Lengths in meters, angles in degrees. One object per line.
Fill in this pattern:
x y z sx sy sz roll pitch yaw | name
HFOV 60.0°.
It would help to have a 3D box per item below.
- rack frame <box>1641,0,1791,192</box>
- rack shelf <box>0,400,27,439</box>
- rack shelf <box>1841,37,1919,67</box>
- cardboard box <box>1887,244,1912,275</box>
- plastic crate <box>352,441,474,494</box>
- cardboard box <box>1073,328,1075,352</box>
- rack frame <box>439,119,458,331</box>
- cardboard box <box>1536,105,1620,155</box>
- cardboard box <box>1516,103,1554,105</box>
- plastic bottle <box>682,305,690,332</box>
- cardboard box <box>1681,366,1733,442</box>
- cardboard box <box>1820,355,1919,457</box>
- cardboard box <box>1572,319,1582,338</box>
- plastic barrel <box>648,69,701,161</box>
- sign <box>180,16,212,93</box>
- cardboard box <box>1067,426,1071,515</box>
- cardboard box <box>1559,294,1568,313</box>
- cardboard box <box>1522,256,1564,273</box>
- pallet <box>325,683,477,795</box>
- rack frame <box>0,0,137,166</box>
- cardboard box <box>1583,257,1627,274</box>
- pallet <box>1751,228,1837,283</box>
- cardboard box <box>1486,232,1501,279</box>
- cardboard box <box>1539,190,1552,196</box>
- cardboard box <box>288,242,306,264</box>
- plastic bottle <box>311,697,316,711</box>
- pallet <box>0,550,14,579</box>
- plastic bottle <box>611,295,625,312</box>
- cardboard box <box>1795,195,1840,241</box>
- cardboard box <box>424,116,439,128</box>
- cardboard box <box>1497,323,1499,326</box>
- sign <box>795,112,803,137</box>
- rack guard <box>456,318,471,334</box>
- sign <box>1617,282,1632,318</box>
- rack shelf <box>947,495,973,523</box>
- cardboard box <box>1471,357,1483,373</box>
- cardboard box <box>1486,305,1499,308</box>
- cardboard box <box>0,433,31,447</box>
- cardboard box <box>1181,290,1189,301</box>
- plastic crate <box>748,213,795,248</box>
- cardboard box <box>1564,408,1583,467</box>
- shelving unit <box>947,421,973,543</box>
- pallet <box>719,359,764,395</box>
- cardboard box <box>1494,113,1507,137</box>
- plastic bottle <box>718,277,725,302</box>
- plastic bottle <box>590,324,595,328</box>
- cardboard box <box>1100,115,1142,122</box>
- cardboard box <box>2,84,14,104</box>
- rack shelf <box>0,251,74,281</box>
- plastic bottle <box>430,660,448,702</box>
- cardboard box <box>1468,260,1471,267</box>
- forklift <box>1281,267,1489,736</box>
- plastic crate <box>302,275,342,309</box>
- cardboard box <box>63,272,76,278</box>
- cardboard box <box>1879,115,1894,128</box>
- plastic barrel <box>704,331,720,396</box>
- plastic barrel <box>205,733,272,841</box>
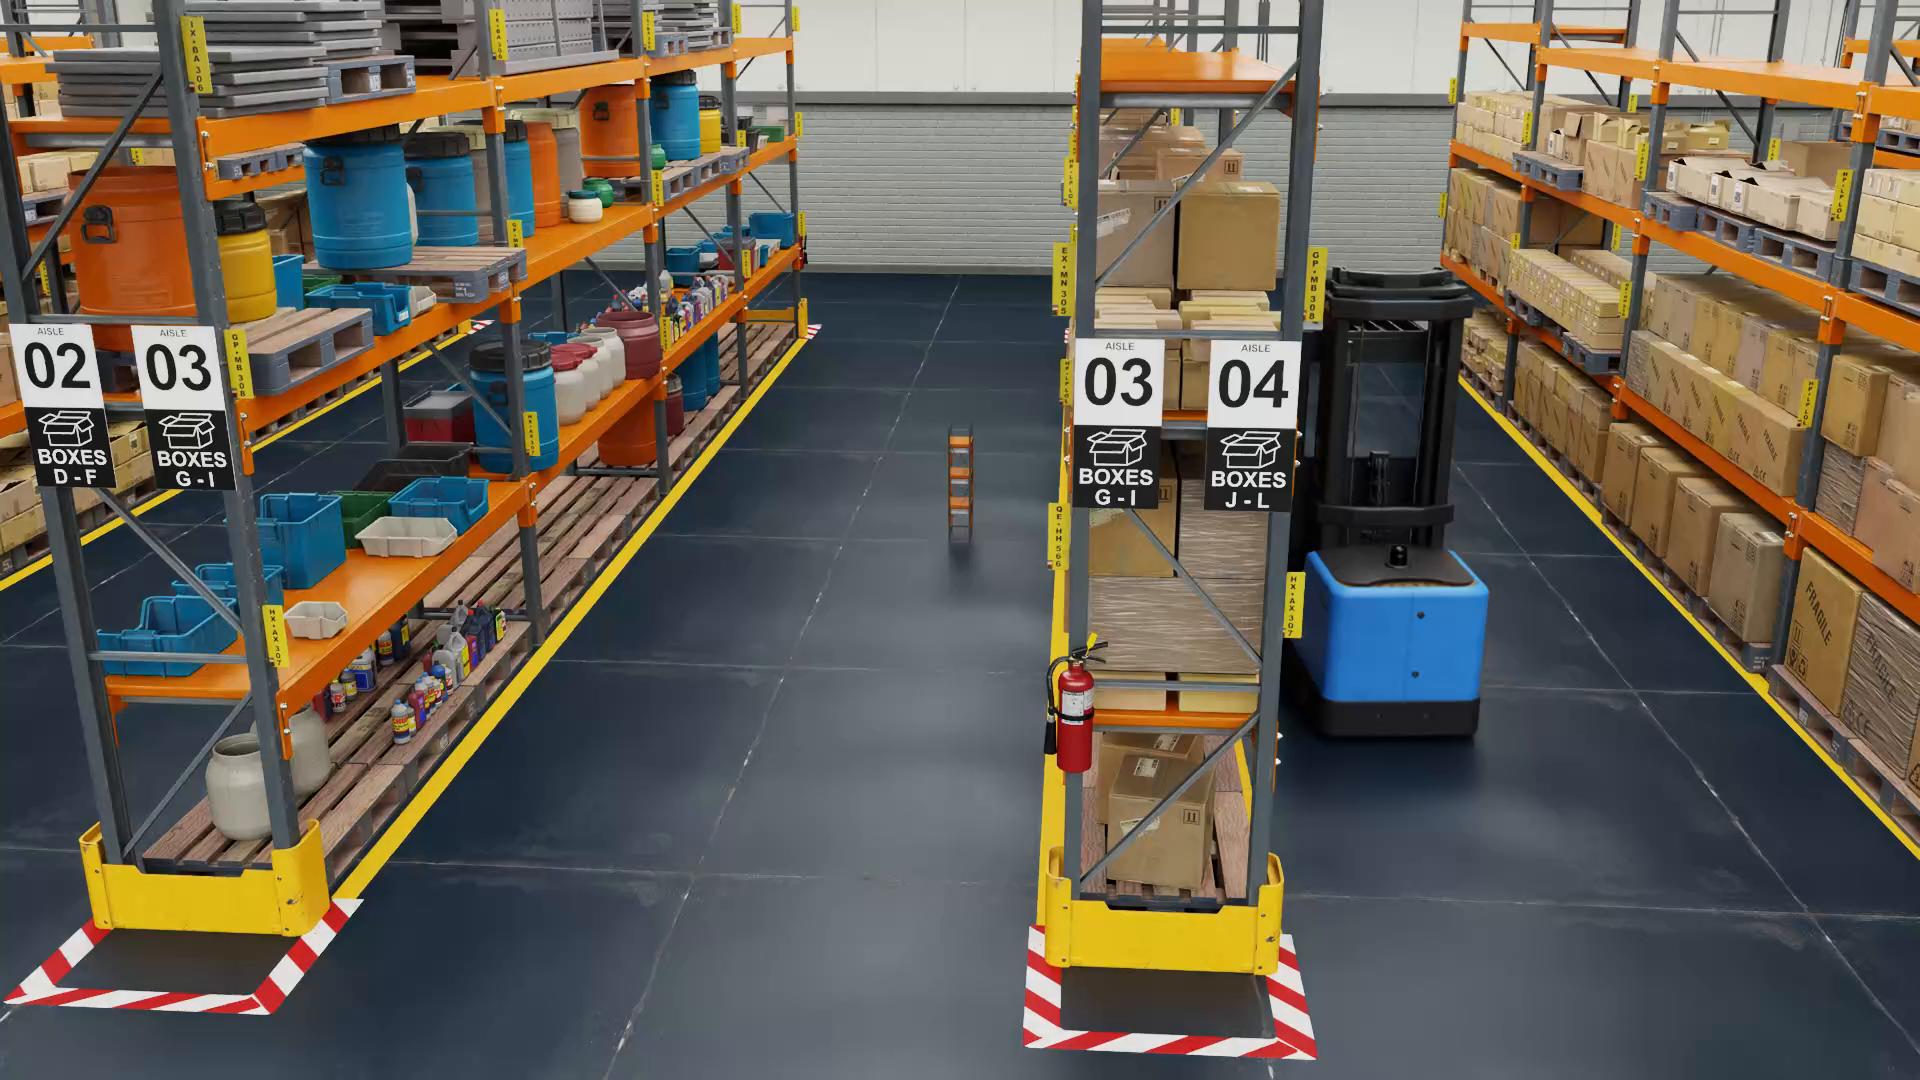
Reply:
6.529 -4.489 14.172 1.000 3.000 0.127 1 18 4 | rack frame
-8.435 -1.040 14.435 1.077 0.370 4.000 1 18 4 | rack shelf
11.903 -5.742 19.792 1.077 0.370 4.000 1 18 4 | rack shelf
5.841 -1.686 10.002 0.380 0.149 0.250 1 18 4 | cardboard box
-3.803 -0.460 11.608 0.767 0.338 0.504 1 18 4 | plastic crate
0.829 -0.961 8.461 0.500 0.250 0.500 1 18 4 | cardboard box
-7.718 -4.488 23.801 1.000 3.000 0.127 1 18 4 | rack frame
6.679 -4.438 17.998 0.700 0.500 0.500 1 18 4 | cardboard box
6.686 -5.003 19.356 0.380 0.149 0.250 2 18 6 | cardboard box
-2.870 -2.321 17.376 0.061 0.283 0.133 1 18 4 | plastic bottle
6.119 -1.083 13.252 0.500 0.500 0.500 1 18 3 | cardboard box
6.181 -0.867 10.776 0.875 0.550 0.550 1 18 4 | cardboard box
6.143 -2.039 16.058 0.380 0.149 0.250 2 18 5 | cardboard box
-3.034 -4.463 17.430 0.600 0.901 0.708 1 18 4 | plastic barrel
-3.377 -2.144 7.352 0.100 0.325 0.005 1 18 4 | sign
1.137 -0.434 10.793 0.875 0.500 0.500 1 18 4 | cardboard box
6.182 -2.343 16.509 0.380 0.149 0.250 1 18 4 | cardboard box
6.294 -2.965 17.929 0.380 0.149 0.250 1 18 4 | cardboard box
-3.813 1.264 10.727 1.003 0.211 1.213 1 18 4 | pallet
-8.292 -4.854 15.284 1.000 3.000 0.127 1 18 4 | rack frame
6.943 -2.951 17.886 0.380 0.149 0.250 1 18 2 | cardboard box
6.259 -2.017 11.750 0.805 0.209 1.217 1 18 2 | pallet
6.607 -3.388 19.806 0.500 0.500 0.500 1 18 2 | cardboard box
7.113 -3.841 19.584 0.500 0.500 0.500 1 18 2 | cardboard box
-8.225 -3.454 20.486 0.500 0.500 0.500 2 18 5 | cardboard box
-4.185 1.021 10.658 0.152 0.276 0.135 1 18 4 | plastic bottle
-8.565 0.335 13.562 1.003 0.211 1.213 1 18 4 | pallet
-3.613 -2.406 17.529 0.144 0.351 0.185 1 18 4 | plastic bottle
6.133 -2.220 11.471 0.500 0.250 0.500 1 18 5 | cardboard box
-7.492 -5.676 22.853 0.500 0.250 0.500 1 18 4 | cardboard box
7.314 -2.778 22.009 0.380 0.149 0.250 1 18 2 | cardboard box
-2.228 -5.744 22.987 0.100 0.325 0.005 1 18 4 | sign
-7.724 -3.276 24.118 1.175 0.500 0.348 1 18 4 | rack guard
5.987 -2.160 14.966 0.100 0.325 0.005 1 18 4 | sign
0.004 -0.241 14.900 0.215 0.259 0.240 1 18 4 | rack shelf
6.578 -2.177 20.652 0.380 0.149 0.250 1 18 4 | cardboard box
7.317 -3.081 22.456 0.380 0.149 0.250 1 18 5 | cardboard box
-8.651 -0.843 15.519 0.500 0.311 0.500 1 18 3 | cardboard box
1.393 -1.323 8.927 0.380 0.149 0.250 0 18 1 | cardboard box
-2.616 -4.313 23.115 0.616 0.435 0.499 1 18 4 | plastic crate
6.356 -1.022 16.564 0.500 0.500 0.500 2 18 6 | cardboard box
0.004 -0.516 14.810 0.215 1.050 0.252 1 18 4 | shelving unit
-3.051 -2.038 20.803 1.003 0.211 1.213 1 18 4 | pallet
6.677 -4.945 19.818 0.500 0.250 0.500 2 18 6 | cardboard box
-2.742 -2.876 19.069 0.061 0.283 0.133 1 18 4 | plastic bottle
-3.698 -2.069 16.740 0.097 0.201 0.097 0 18 0 | plastic bottle
1.535 -3.914 16.399 0.500 0.500 0.500 2 18 7 | cardboard box
-12.555 -5.841 21.315 0.500 0.500 0.500 1 18 4 | cardboard box
-12.803 -3.634 22.351 1.077 0.370 4.000 1 18 4 | rack shelf
-3.438 0.924 10.960 0.097 0.271 0.097 0 18 0 | plastic bottle
6.777 -3.581 21.438 0.380 0.149 0.250 1 18 3 | cardboard box
2.845 -0.525 11.817 1.130 2.935 3.031 0 18 -1 | forklift
-4.023 -1.490 10.175 0.336 0.188 0.450 1 18 4 | plastic crate
-12.800 -3.741 23.820 0.380 0.149 0.250 1 18 4 | cardboard box
11.739 -5.264 20.923 0.380 0.149 0.250 2 18 6 | cardboard box
-3.121 -2.167 19.416 0.600 0.901 0.708 1 18 4 | plastic barrel
-3.954 1.370 9.246 0.421 0.512 0.421 0 18 0 | plastic barrel
